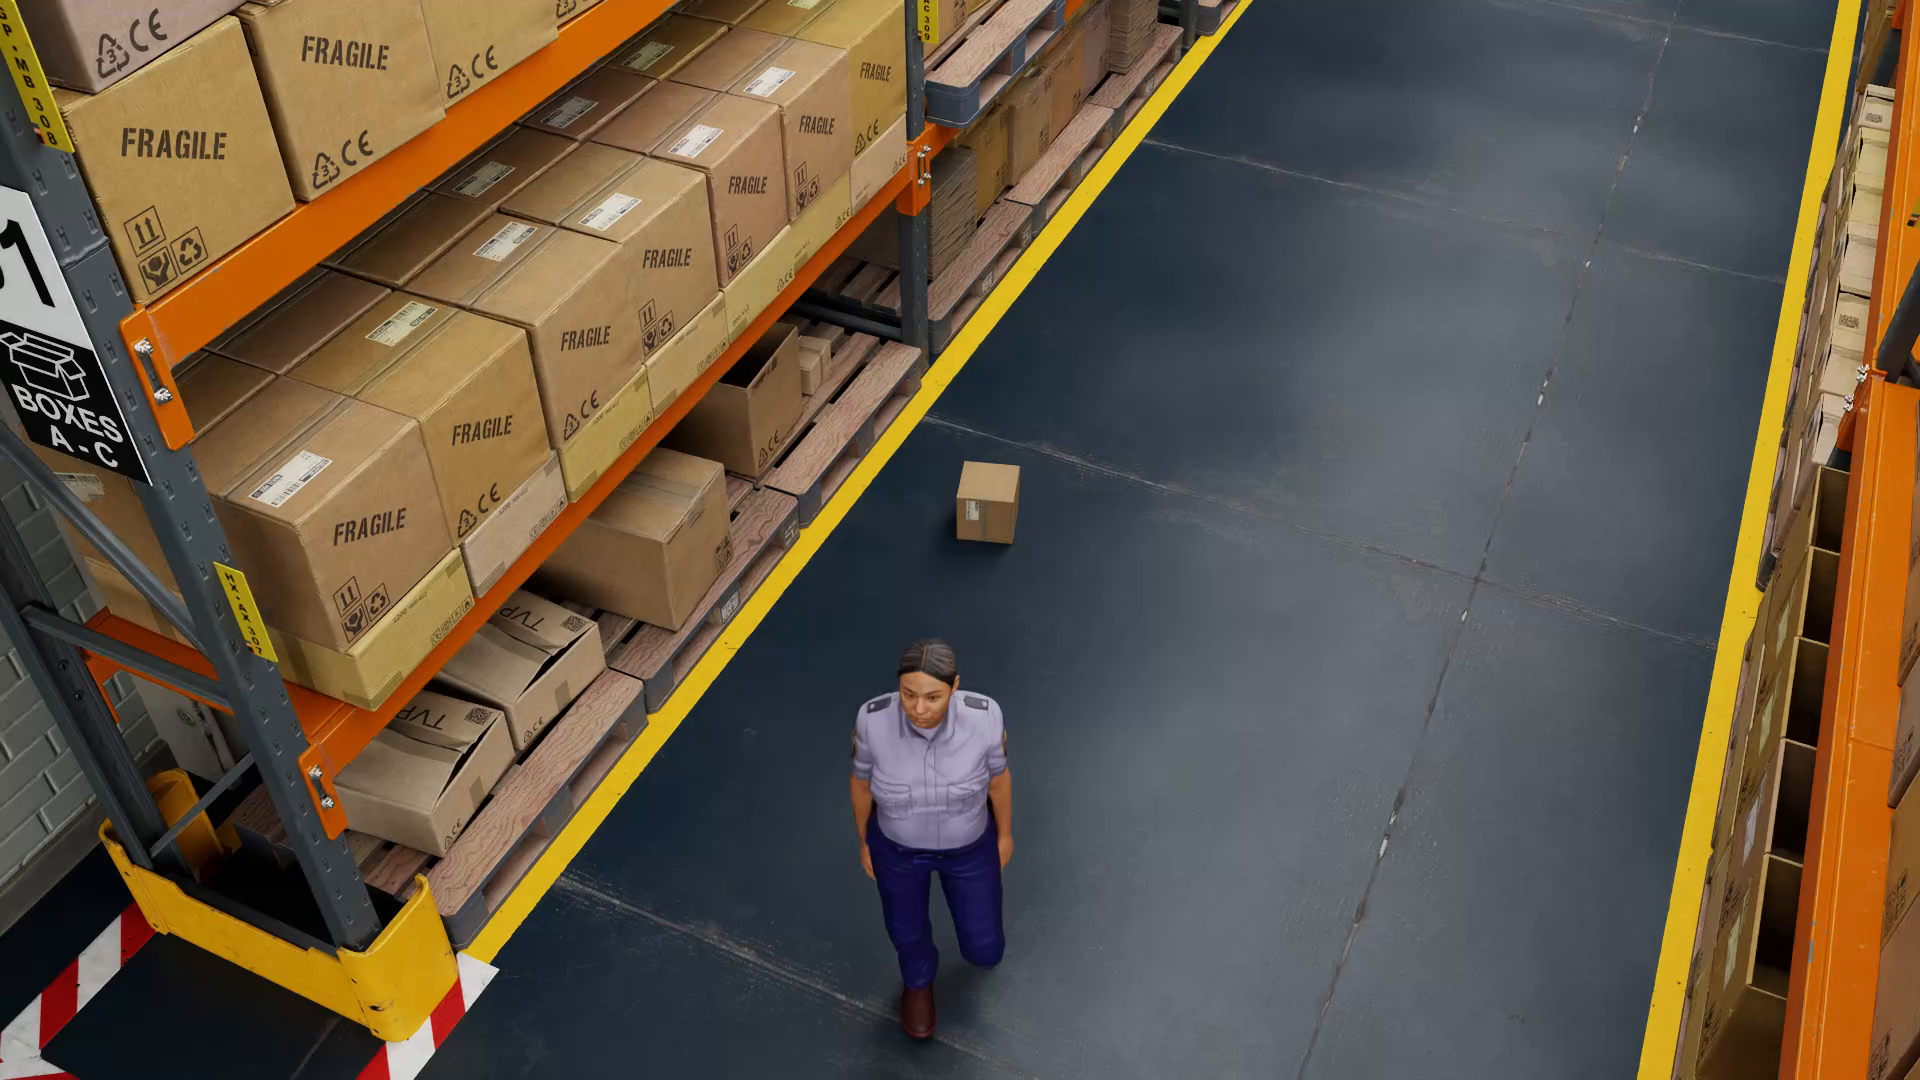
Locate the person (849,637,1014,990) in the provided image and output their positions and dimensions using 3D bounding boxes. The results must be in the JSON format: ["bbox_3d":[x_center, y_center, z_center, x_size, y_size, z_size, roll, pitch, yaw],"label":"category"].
[{"bbox_3d":[-0.083,0.909,5.081,0.499,1.575,0.435,1,42,1],"label":"person"}]
